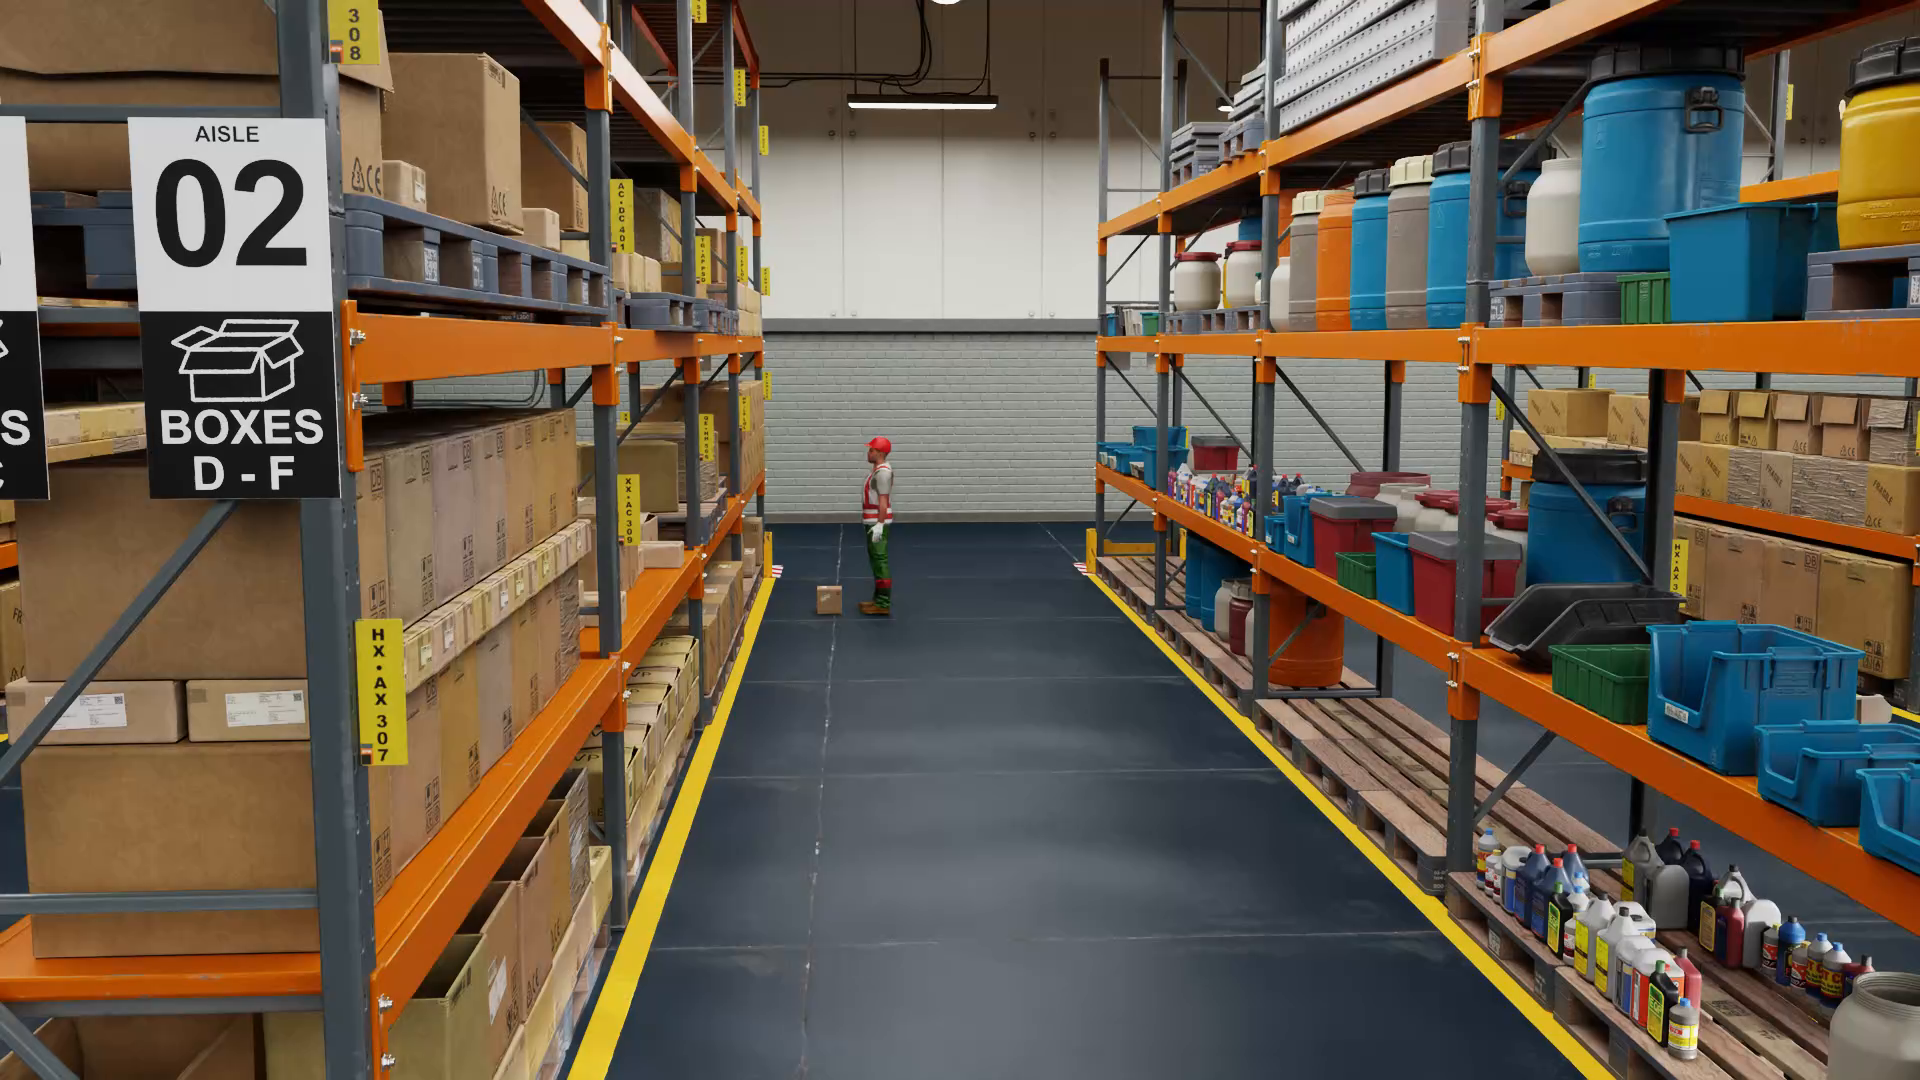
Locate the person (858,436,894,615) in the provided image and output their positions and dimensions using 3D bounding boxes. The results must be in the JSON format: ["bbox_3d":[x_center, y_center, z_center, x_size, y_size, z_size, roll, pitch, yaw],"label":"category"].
[{"bbox_3d":[-0.857,-0.158,16.934,0.366,1.791,0.587,0,7,-4],"label":"person"}]
